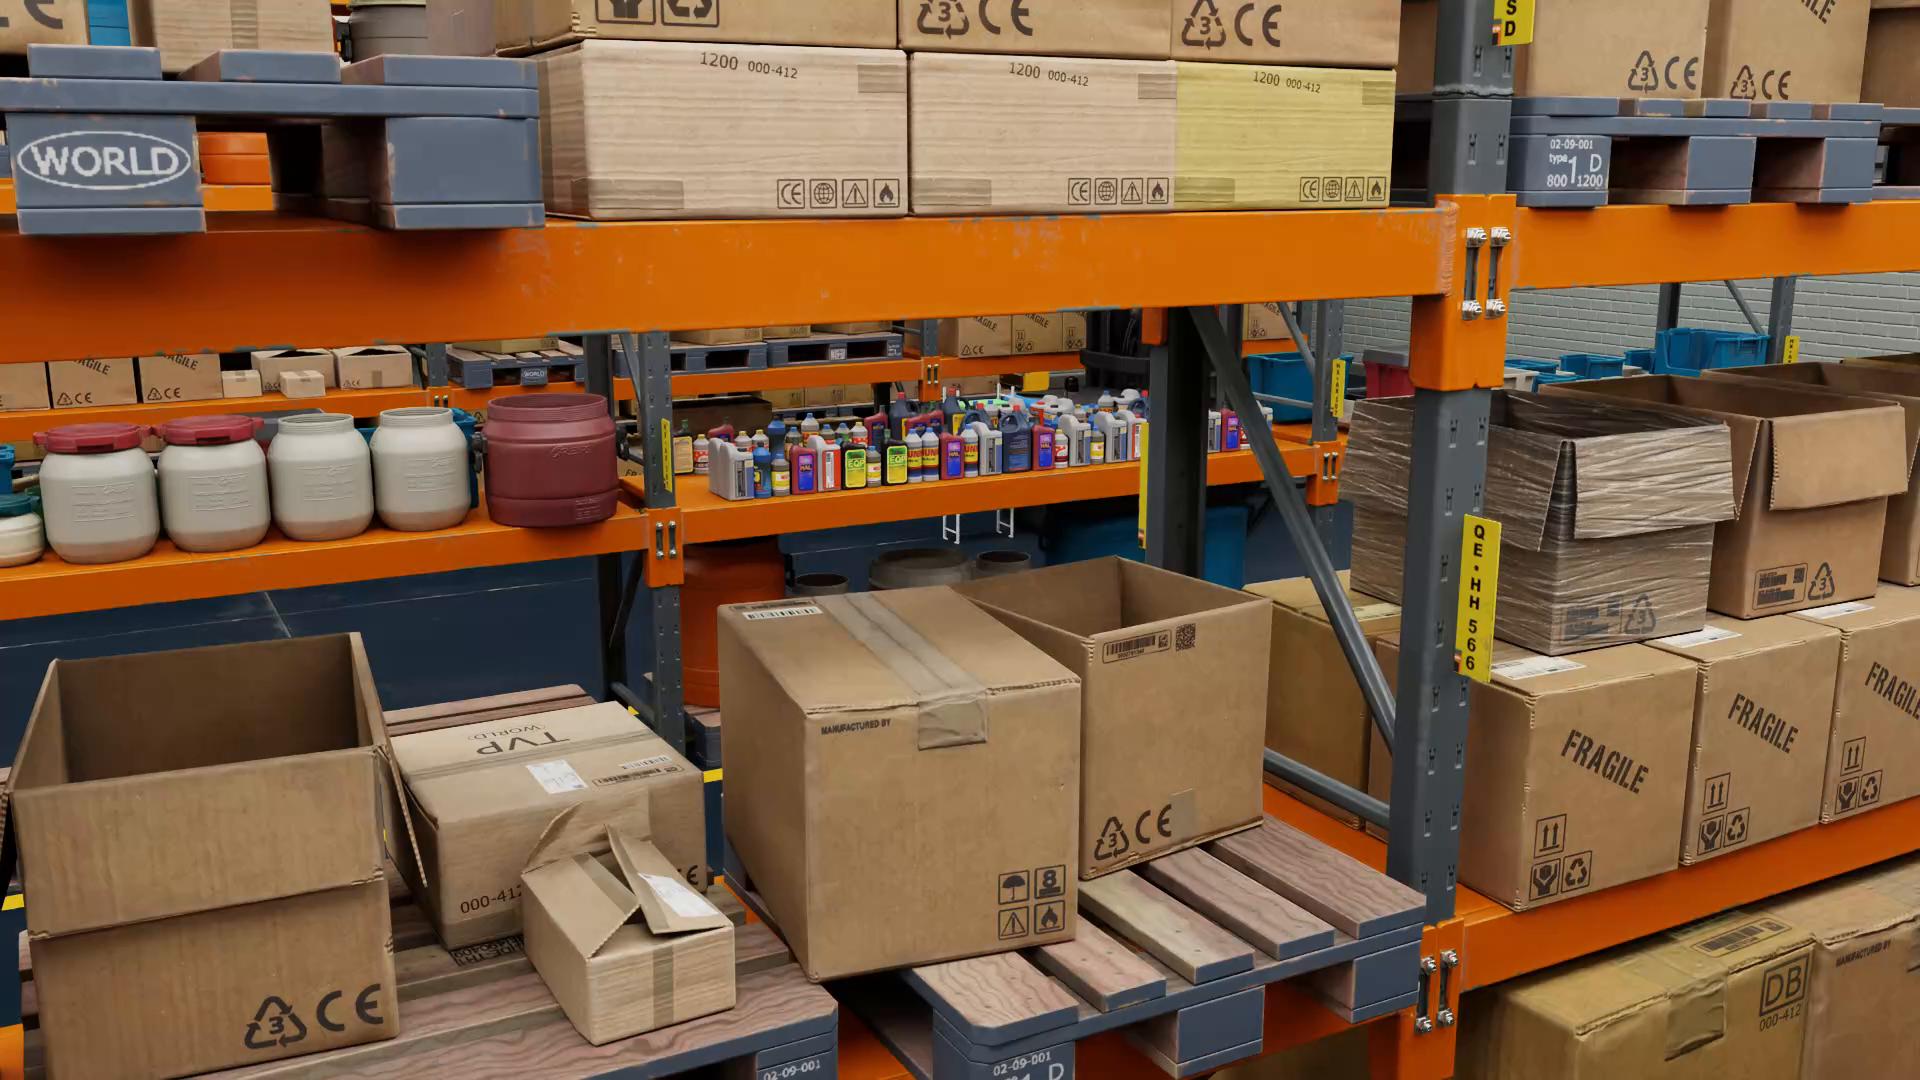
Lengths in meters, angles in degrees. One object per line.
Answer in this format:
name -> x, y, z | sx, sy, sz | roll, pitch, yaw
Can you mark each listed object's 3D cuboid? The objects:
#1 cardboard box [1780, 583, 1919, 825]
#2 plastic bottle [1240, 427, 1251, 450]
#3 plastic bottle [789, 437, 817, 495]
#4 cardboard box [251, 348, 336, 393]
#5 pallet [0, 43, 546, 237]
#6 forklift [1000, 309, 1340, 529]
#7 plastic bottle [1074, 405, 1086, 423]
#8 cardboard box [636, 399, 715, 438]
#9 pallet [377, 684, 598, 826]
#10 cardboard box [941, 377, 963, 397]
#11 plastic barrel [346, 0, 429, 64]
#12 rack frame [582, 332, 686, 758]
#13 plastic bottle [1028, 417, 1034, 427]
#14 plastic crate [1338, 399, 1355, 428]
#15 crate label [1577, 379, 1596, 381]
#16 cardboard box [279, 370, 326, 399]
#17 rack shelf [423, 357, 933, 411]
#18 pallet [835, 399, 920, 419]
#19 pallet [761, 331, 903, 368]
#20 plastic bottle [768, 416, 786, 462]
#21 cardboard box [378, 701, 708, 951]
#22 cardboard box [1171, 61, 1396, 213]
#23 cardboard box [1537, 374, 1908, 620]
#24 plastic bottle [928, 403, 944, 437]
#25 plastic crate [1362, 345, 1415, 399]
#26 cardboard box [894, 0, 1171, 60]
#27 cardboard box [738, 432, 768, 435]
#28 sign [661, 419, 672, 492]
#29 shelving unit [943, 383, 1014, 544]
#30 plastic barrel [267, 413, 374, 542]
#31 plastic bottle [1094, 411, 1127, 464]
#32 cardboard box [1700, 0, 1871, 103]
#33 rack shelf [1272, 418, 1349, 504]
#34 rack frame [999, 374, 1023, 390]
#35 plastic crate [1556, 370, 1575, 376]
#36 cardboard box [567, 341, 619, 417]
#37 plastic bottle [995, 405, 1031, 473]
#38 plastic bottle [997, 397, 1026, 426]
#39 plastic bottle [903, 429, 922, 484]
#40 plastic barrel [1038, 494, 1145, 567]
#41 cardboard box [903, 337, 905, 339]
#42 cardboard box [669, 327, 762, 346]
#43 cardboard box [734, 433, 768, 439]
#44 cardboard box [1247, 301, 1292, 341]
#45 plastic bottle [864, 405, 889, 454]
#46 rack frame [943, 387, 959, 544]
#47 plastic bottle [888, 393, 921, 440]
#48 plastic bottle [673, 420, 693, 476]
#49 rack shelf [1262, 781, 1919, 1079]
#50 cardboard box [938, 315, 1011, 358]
cardboard box -> 2.213, 0.382, 4.351 | 0.500, 0.500, 0.500 | -7, 15, -29
plastic bottle -> 1.614, -0.618, 9.476 | 0.097, 0.201, 0.097 | 0, 13, 0
plastic bottle -> -0.772, -0.368, 8.176 | 0.133, 0.283, 0.061 | -7, 14, -28
cardboard box -> -4.865, -1.270, 12.124 | 0.500, 0.311, 0.500 | -7, 14, -29
pallet -> -1.253, -0.566, 2.388 | 1.003, 0.211, 1.213 | -7, 14, -28
forklift -> 1.857, -1.648, 13.756 | 3.031, 2.935, 1.130 | -7, 15, -29
plastic bottle -> 0.698, -0.698, 9.832 | 0.097, 0.201, 0.097 | 0, 13, 0
cardboard box -> -2.335, -0.990, 13.660 | 0.500, 0.250, 0.500 | -7, 15, -29
pallet -> -2.315, 1.019, 8.101 | 1.213, 0.211, 1.003 | -7, 14, -28
cardboard box -> -0.347, -2.006, 19.928 | 0.500, 0.500, 0.700 | -7, 14, -28
plastic barrel -> -2.442, -2.079, 7.541 | 0.600, 0.901, 0.600 | 0, 13, 0
rack frame -> -1.617, -0.415, 8.123 | 0.127, 3.000, 1.000 | -7, 14, -28
plastic bottle -> 0.383, -0.520, 8.880 | 0.097, 0.271, 0.097 | 0, 13, 0
plastic crate -> 2.371, -0.758, 10.111 | 0.243, 0.136, 0.396 | -7, 14, -28
crate label -> 4.282, -0.975, 11.075 | 0.243, 0.136, 0.396 | -7, 14, -28
cardboard box -> -4.644, -1.100, 11.737 | 0.250, 0.149, 0.380 | -7, 14, -28
rack shelf -> -2.231, -1.230, 13.381 | 4.000, 0.370, 1.077 | -7, 14, -28
pallet -> -1.076, -1.579, 19.646 | 1.213, 0.211, 1.003 | -7, 14, -28
pallet -> -1.230, -1.635, 13.978 | 1.213, 0.211, 1.003 | -7, 14, -28
plastic bottle -> -0.983, -0.531, 8.929 | 0.097, 0.271, 0.097 | 0, 13, 0
cardboard box -> -0.825, 0.539, 3.266 | 0.500, 0.250, 0.500 | -7, 15, -29
cardboard box -> 0.457, -0.754, 3.137 | 0.500, 0.250, 0.500 | -7, 14, -28
cardboard box -> 1.979, -0.141, 4.391 | 0.637, 0.503, 0.797 | -6, 14, -27
plastic bottle -> -0.154, -0.625, 9.321 | 0.133, 0.283, 0.061 | -7, 14, -28
plastic crate -> 2.798, -0.942, 10.182 | 0.583, 0.464, 0.402 | -7, 14, -28
cardboard box -> 0.013, -1.063, 2.801 | 0.500, 0.500, 0.500 | -7, 14, -28
cardboard box -> -1.922, -0.673, 13.959 | 0.500, 0.500, 0.500 | -7, 14, -27
sign -> -1.347, -0.390, 7.638 | 0.005, 0.325, 0.100 | -7, 14, -28
shelving unit -> 0.145, -0.603, 13.055 | 0.503, 1.200, 0.258 | -7, 14, -28
plastic barrel -> -2.787, -0.276, 7.250 | 0.421, 0.512, 0.421 | 0, 13, 0
plastic bottle -> 0.822, -0.566, 9.076 | 0.135, 0.276, 0.152 | -7, 14, -28
cardboard box -> 1.973, -1.364, 4.321 | 0.500, 0.500, 0.500 | -6, 14, -25
rack shelf -> 3.650, -0.696, 11.007 | 4.000, 0.370, 1.077 | -7, 14, -28
rack frame -> 0.658, -3.166, 20.346 | 0.127, 3.000, 1.000 | -7, 14, -28
plastic crate -> 4.114, -1.106, 11.656 | 0.298, 0.136, 0.250 | -7, 14, -28
cardboard box -> -4.140, -1.714, 17.833 | 0.750, 0.750, 0.750 | -6, 14, -26
plastic bottle -> 0.277, -0.537, 8.774 | 0.185, 0.351, 0.144 | -7, 14, -28
plastic bottle -> 0.289, -0.679, 9.575 | 0.135, 0.276, 0.152 | -7, 14, -28
plastic bottle -> -0.241, -0.430, 8.480 | 0.097, 0.271, 0.097 | 0, 13, 0
plastic barrel -> 0.787, 0.111, 9.607 | 0.708, 0.901, 0.600 | -7, 14, -28
cardboard box -> -0.559, -2.347, 19.966 | 0.250, 0.149, 0.380 | -7, 14, -27
cardboard box -> -1.997, -1.847, 13.301 | 0.500, 0.500, 0.700 | -12, 17, -42
cardboard box -> -1.650, -0.576, 13.529 | 0.500, 0.500, 0.500 | -7, 14, -27
cardboard box -> 2.772, -2.161, 15.653 | 0.500, 0.500, 0.500 | -6, 14, -26
plastic bottle -> -0.463, -0.604, 9.225 | 0.133, 0.283, 0.061 | -7, 14, -28
rack frame -> -0.069, -0.577, 12.941 | 0.015, 1.200, 0.240 | -7, 14, -28
plastic bottle -> -0.303, -0.645, 9.256 | 0.185, 0.351, 0.144 | -7, 14, -28
plastic bottle -> -1.466, -0.483, 8.691 | 0.133, 0.283, 0.061 | -7, 14, -28
rack shelf -> 2.512, 0.680, 4.896 | 4.000, 0.370, 1.077 | -7, 14, -28
cardboard box -> 0.102, -1.841, 14.230 | 0.500, 0.500, 0.500 | -6, 14, -26
